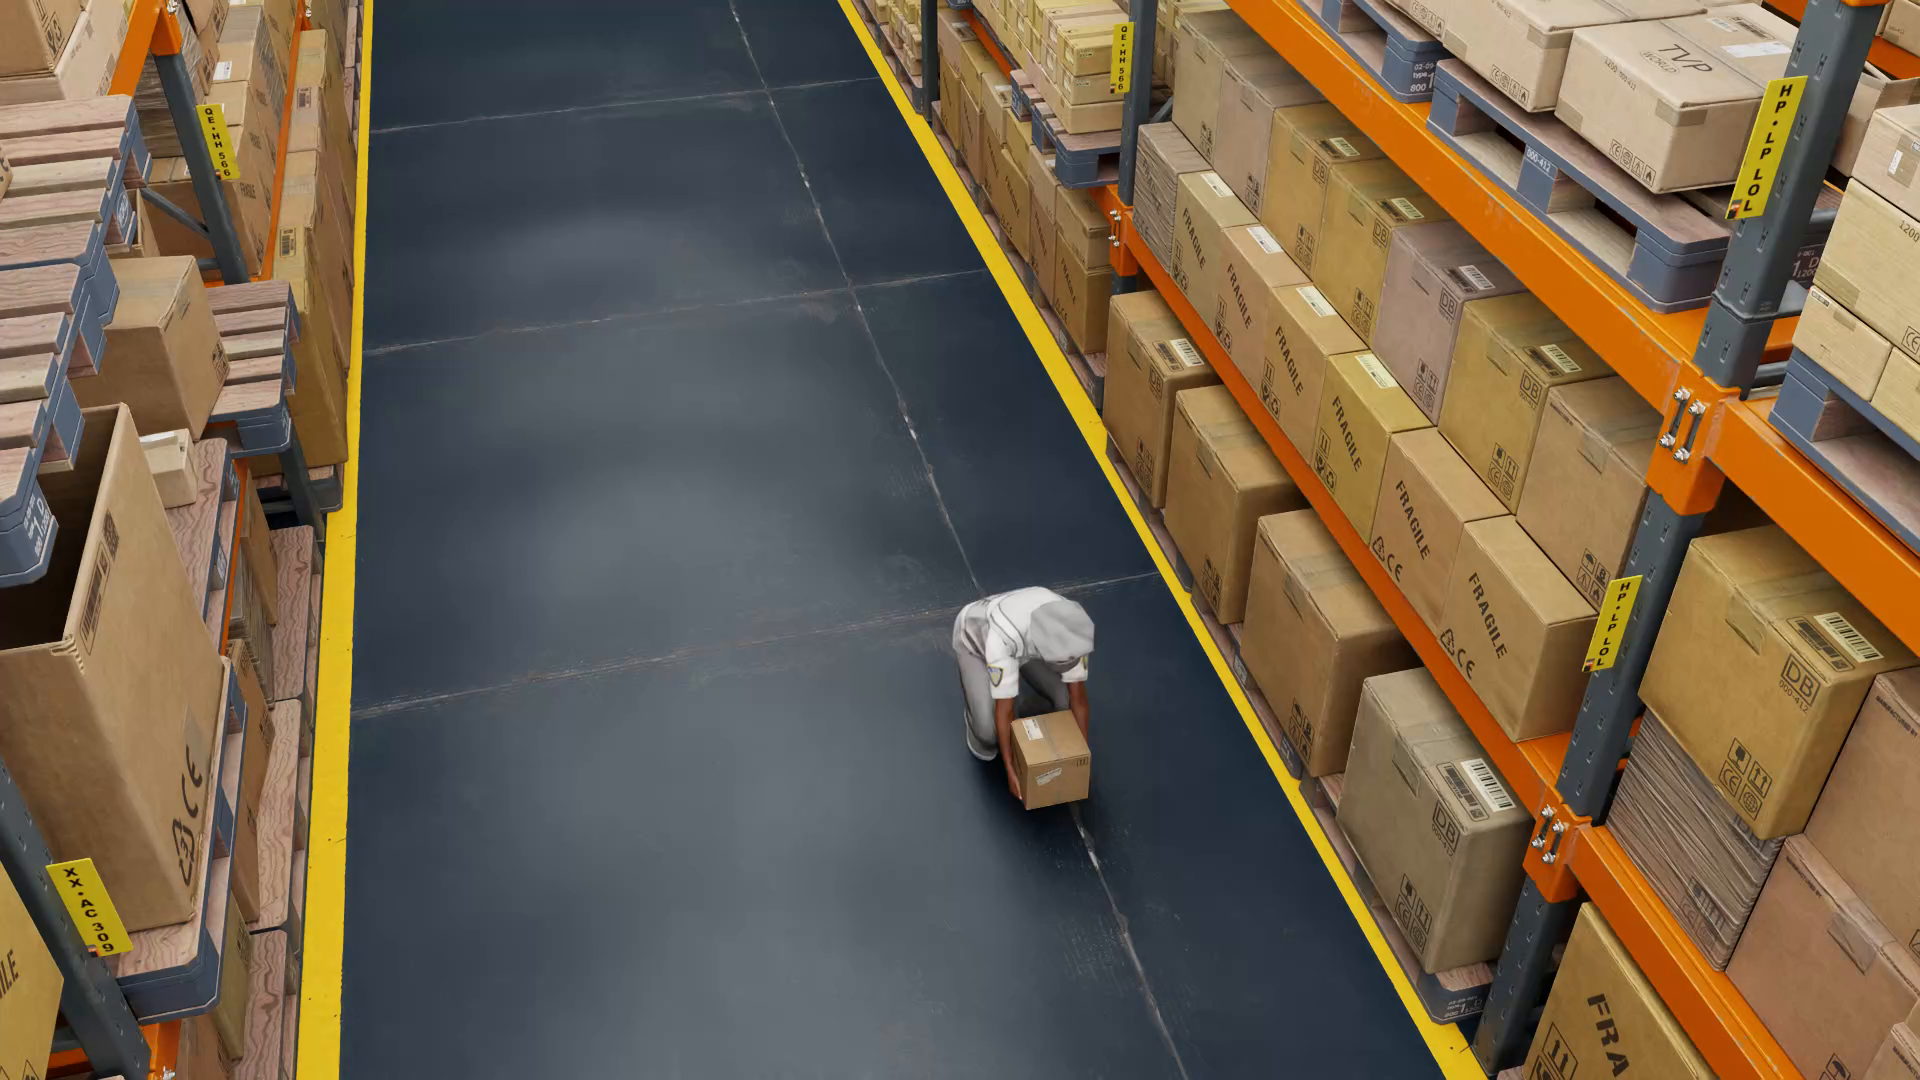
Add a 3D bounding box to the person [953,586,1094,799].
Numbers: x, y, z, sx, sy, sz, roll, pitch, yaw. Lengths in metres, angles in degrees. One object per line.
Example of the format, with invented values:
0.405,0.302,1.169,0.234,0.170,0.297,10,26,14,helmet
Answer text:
0.258,0.527,6.619,0.466,0.972,0.866,-10,40,-13,person
